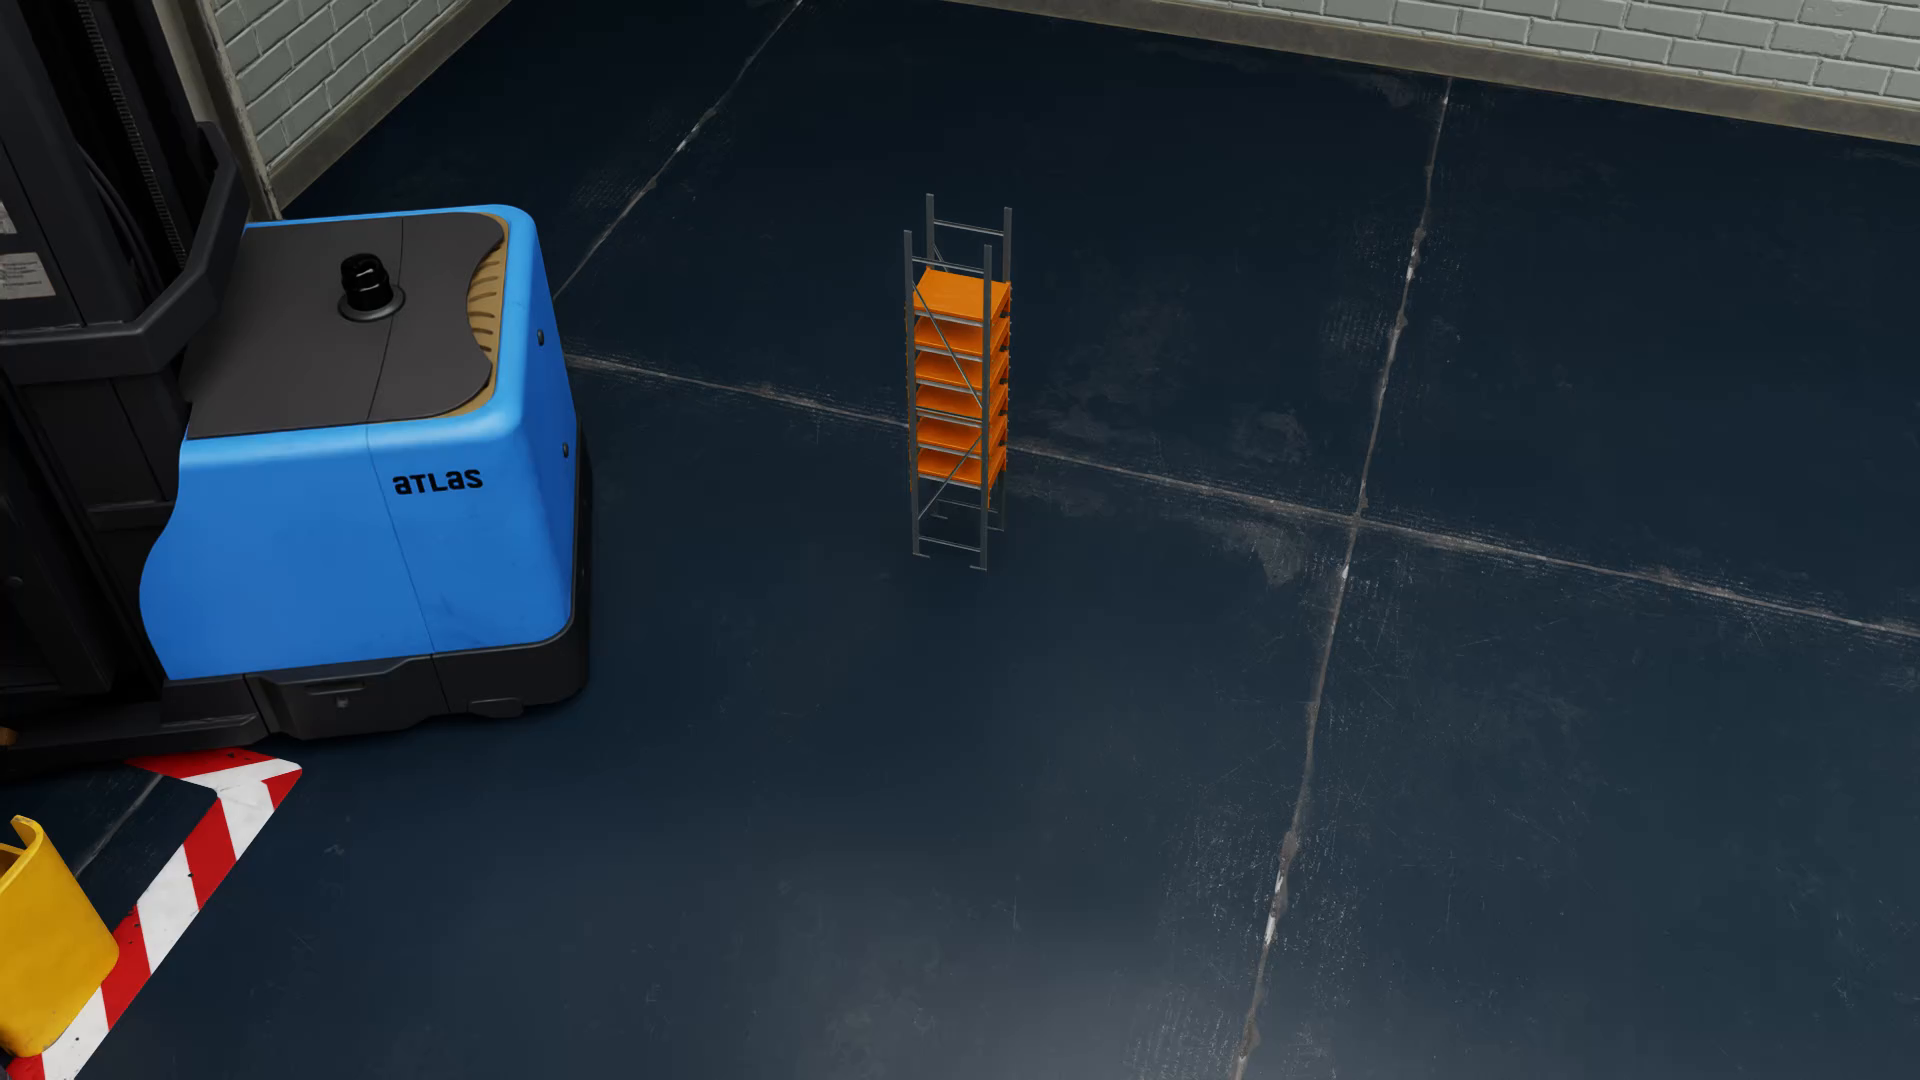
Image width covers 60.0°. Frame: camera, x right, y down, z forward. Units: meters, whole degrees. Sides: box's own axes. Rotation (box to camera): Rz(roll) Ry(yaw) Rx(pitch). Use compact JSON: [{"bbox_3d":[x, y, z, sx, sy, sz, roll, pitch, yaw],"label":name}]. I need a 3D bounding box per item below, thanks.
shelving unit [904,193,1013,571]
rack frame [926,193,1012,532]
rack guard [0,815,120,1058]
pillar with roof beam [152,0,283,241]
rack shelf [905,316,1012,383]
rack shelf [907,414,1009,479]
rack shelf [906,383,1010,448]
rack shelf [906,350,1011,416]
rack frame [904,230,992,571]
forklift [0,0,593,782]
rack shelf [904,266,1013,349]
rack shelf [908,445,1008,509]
[{"bbox_3d":[-0.004,-0.419,4.821,0.258,1.200,0.189,13,46,12],"label":"shelving unit"},{"bbox_3d":[0.023,-0.480,4.883,0.240,1.200,0.006,13,46,12],"label":"rack frame"},{"bbox_3d":[-2.706,0.835,4.039,1.175,0.500,0.348,13,46,13],"label":"rack guard"},{"bbox_3d":[1.383,-3.258,2.145,9.100,9.000,0.400,13,46,13],"label":"pillar with roof beam"},{"bbox_3d":[-0.004,-0.559,4.684,0.258,0.103,0.180,13,46,12],"label":"rack shelf"},{"bbox_3d":[-0.004,-0.302,4.936,0.258,0.103,0.180,13,46,12],"label":"rack shelf"},{"bbox_3d":[-0.004,-0.387,4.852,0.258,0.103,0.180,13,46,12],"label":"rack shelf"},{"bbox_3d":[-0.004,-0.473,4.768,0.258,0.103,0.180,13,46,12],"label":"rack shelf"},{"bbox_3d":[-0.032,-0.358,4.758,0.240,1.200,0.006,13,46,12],"label":"rack frame"},{"bbox_3d":[-2.623,-0.760,3.931,3.031,2.935,1.130,-6,45,-6],"label":"forklift"},{"bbox_3d":[-0.004,-0.645,4.600,0.258,0.103,0.180,13,46,12],"label":"rack shelf"},{"bbox_3d":[-0.004,-0.216,5.019,0.258,0.103,0.180,13,46,12],"label":"rack shelf"}]
